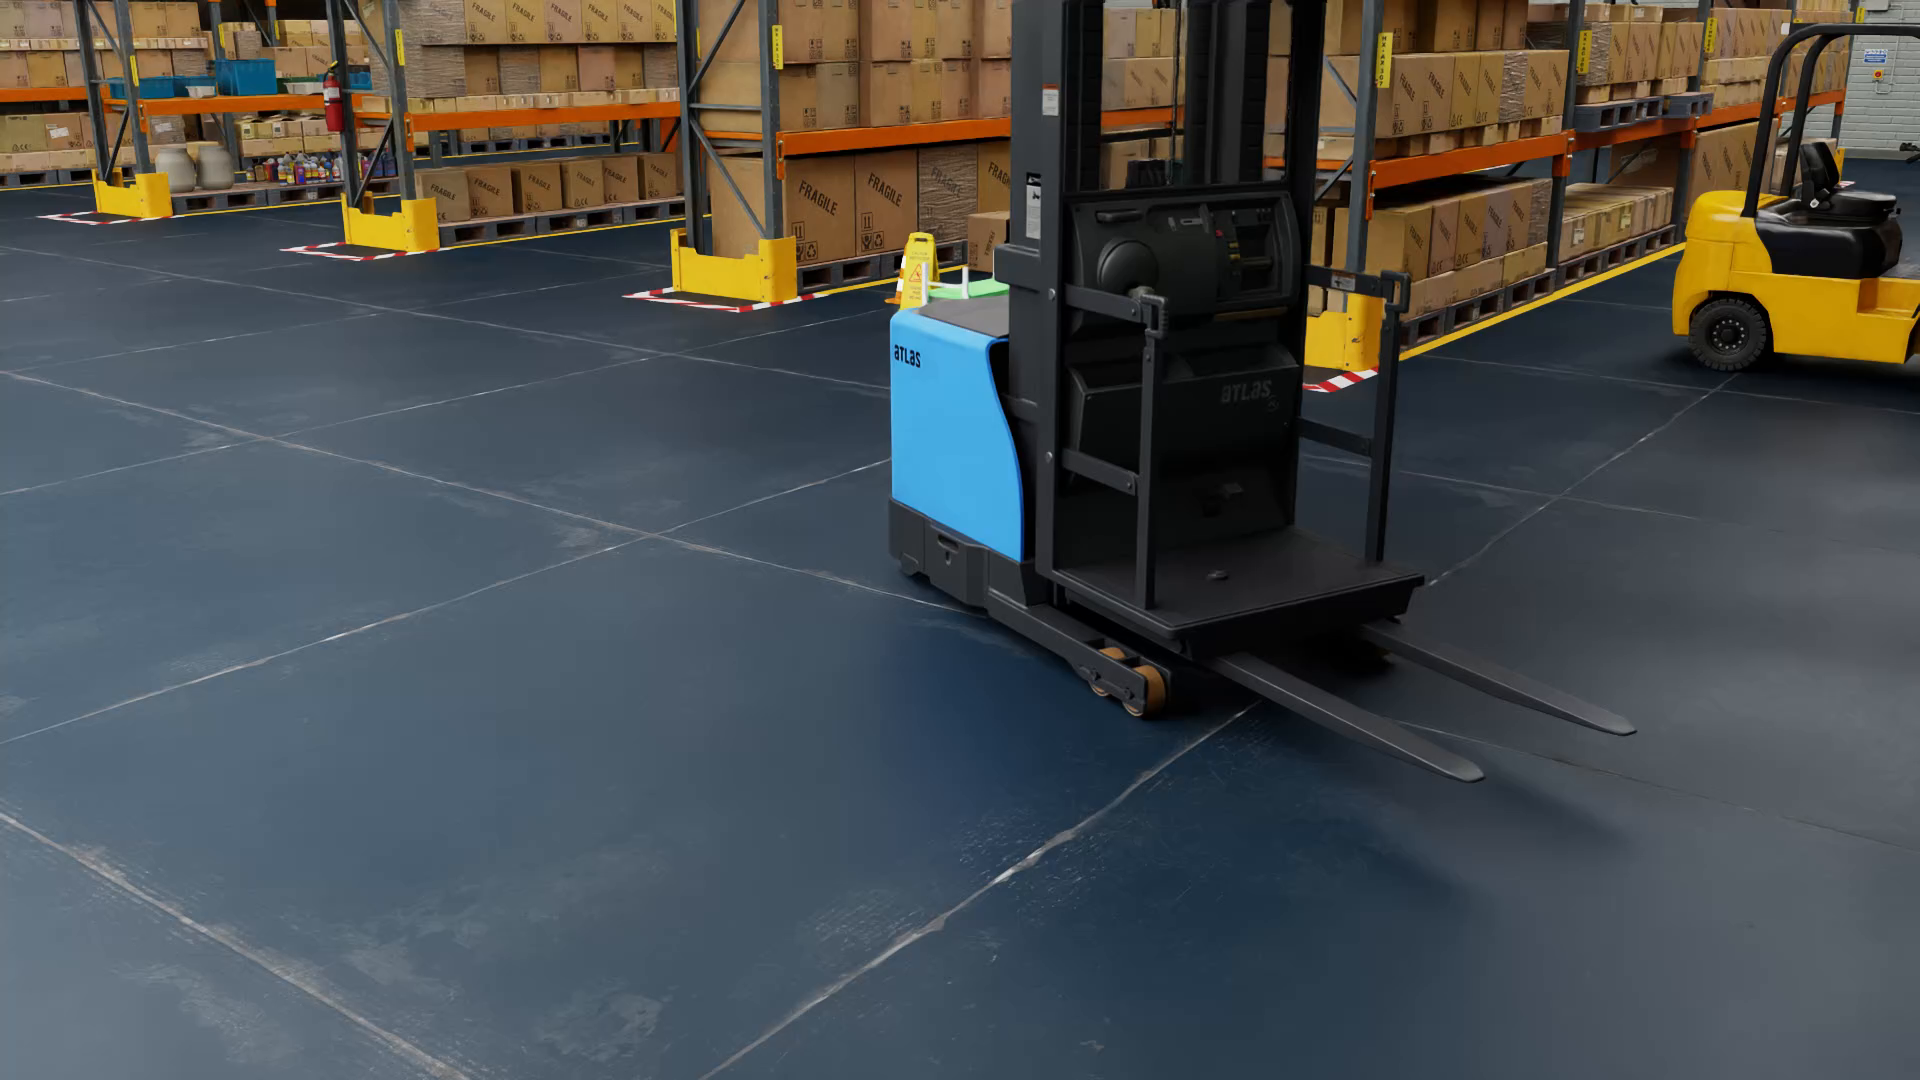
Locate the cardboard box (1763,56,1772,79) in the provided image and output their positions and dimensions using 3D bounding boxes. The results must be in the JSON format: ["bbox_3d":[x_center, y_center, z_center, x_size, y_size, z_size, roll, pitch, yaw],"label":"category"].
[{"bbox_3d":[8.962,-5.396,18.970,0.500,0.250,0.500,13,22,36],"label":"cardboard box"}]

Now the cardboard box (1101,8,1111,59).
[{"bbox_3d":[1.115,-5.209,17.106,0.700,0.500,0.500,12,21,34],"label":"cardboard box"}]

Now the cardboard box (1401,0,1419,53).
[{"bbox_3d":[2.830,-3.725,11.825,0.700,0.500,0.500,12,21,34],"label":"cardboard box"}]

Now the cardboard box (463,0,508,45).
[{"bbox_3d":[-4.937,-5.258,16.761,0.500,0.500,0.500,12,21,35],"label":"cardboard box"}]

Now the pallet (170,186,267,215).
[{"bbox_3d":[-9.269,-4.152,20.259,1.003,0.211,1.213,12,21,35],"label":"pallet"}]

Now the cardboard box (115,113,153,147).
[{"bbox_3d":[-12.060,-5.954,24.021,0.500,0.500,0.500,12,21,35],"label":"cardboard box"}]

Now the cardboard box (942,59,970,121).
[{"bbox_3d":[-0.417,-4.181,15.396,0.875,0.550,0.550,12,21,35],"label":"cardboard box"}]

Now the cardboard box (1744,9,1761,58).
[{"bbox_3d":[8.341,-5.503,18.053,0.500,0.500,0.500,13,21,36],"label":"cardboard box"}]

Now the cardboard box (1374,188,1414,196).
[{"bbox_3d":[3.054,-2.365,12.465,0.500,0.500,0.500,12,21,33],"label":"cardboard box"}]

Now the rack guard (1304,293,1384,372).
[{"bbox_3d":[2.217,-1.463,11.112,1.175,0.500,0.348,12,21,35],"label":"rack guard"}]

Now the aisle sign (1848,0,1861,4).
[{"bbox_3d":[11.997,-7.653,22.448,0.394,0.787,0.004,12,21,35],"label":"aisle sign"}]

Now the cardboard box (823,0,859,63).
[{"bbox_3d":[-1.358,-4.305,13.976,0.875,0.550,0.550,12,21,35],"label":"cardboard box"}]

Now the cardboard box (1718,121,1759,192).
[{"bbox_3d":[8.485,-4.304,18.921,0.875,0.875,0.875,13,22,36],"label":"cardboard box"}]

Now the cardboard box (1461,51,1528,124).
[{"bbox_3d":[3.883,-3.383,12.410,0.500,0.500,0.500,13,22,36],"label":"cardboard box"}]

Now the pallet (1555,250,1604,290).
[{"bbox_3d":[5.018,-2.445,14.762,1.003,0.211,1.213,12,21,35],"label":"pallet"}]

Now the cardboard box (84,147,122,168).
[{"bbox_3d":[-12.347,-5.474,23.741,0.500,0.250,0.500,12,21,35],"label":"cardboard box"}]

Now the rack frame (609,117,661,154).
[{"bbox_3d":[-4.998,-7.170,25.276,1.000,3.000,0.127,12,21,35],"label":"rack frame"}]

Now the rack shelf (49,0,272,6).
[{"bbox_3d":[-14.146,-9.534,29.041,1.077,0.370,4.000,12,21,35],"label":"rack shelf"}]

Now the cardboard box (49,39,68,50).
[{"bbox_3d":[-12.568,-6.861,23.018,0.380,0.149,0.250,12,21,34],"label":"cardboard box"}]

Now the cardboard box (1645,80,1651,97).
[{"bbox_3d":[6.072,-4.122,15.175,0.380,0.149,0.250,12,21,33],"label":"cardboard box"}]

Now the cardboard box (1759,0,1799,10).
[{"bbox_3d":[9.718,-6.361,19.721,0.380,0.149,0.250,12,21,34],"label":"cardboard box"}]

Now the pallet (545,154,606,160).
[{"bbox_3d":[-5.491,-5.661,25.117,1.003,0.211,1.213,12,21,35],"label":"pallet"}]

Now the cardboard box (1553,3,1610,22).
[{"bbox_3d":[5.119,-4.341,13.693,0.380,0.149,0.250,12,21,34],"label":"cardboard box"}]

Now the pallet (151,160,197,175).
[{"bbox_3d":[-11.865,-5.580,24.857,1.003,0.211,1.213,12,21,35],"label":"pallet"}]

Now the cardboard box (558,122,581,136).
[{"bbox_3d":[-7.255,-7.612,30.170,0.500,0.500,0.500,13,21,35],"label":"cardboard box"}]

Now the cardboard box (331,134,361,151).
[{"bbox_3d":[-10.002,-6.400,26.723,0.500,0.250,0.500,13,21,36],"label":"cardboard box"}]

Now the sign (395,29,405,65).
[{"bbox_3d":[-5.351,-4.707,15.885,0.100,0.325,0.005,12,21,35],"label":"sign"}]

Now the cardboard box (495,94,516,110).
[{"bbox_3d":[-4.814,-4.530,17.197,0.380,0.149,0.250,12,21,35],"label":"cardboard box"}]

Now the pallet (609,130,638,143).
[{"bbox_3d":[-6.181,-7.831,32.105,1.003,0.211,1.213,12,21,35],"label":"pallet"}]

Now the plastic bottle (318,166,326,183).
[{"bbox_3d":[-8.111,-4.645,21.119,0.097,0.201,0.097,0,17,0],"label":"plastic bottle"}]

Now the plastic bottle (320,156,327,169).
[{"bbox_3d":[-8.366,-4.919,21.886,0.097,0.271,0.097,0,17,0],"label":"plastic bottle"}]

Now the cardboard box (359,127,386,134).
[{"bbox_3d":[-9.696,-6.789,27.030,0.500,0.311,0.500,12,21,34],"label":"cardboard box"}]

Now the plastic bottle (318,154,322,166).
[{"bbox_3d":[-8.440,-4.935,21.915,0.061,0.283,0.133,14,22,37],"label":"plastic bottle"}]

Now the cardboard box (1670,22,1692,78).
[{"bbox_3d":[6.592,-4.652,15.788,0.500,0.500,0.500,12,21,34],"label":"cardboard box"}]

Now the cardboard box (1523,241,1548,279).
[{"bbox_3d":[4.419,-2.290,13.490,0.500,0.250,0.500,14,22,37],"label":"cardboard box"}]

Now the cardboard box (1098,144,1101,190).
[{"bbox_3d":[0.817,-3.732,17.288,1.050,0.750,0.750,12,21,34],"label":"cardboard box"}]

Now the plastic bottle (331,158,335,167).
[{"bbox_3d":[-8.026,-4.784,21.430,0.061,0.283,0.133,12,21,35],"label":"plastic bottle"}]

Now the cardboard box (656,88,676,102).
[{"bbox_3d":[-3.452,-5.061,18.908,0.380,0.149,0.250,12,21,35],"label":"cardboard box"}]

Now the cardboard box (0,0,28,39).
[{"bbox_3d":[-13.112,-7.056,22.552,0.700,0.500,0.500,12,21,33],"label":"cardboard box"}]

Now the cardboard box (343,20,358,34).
[{"bbox_3d":[-11.863,-9.789,31.740,0.500,0.250,0.500,13,21,35],"label":"cardboard box"}]

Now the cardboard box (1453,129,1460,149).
[{"bbox_3d":[3.327,-2.868,11.845,0.380,0.149,0.250,13,22,37],"label":"cardboard box"}]

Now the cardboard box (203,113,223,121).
[{"bbox_3d":[-13.742,-7.655,30.308,0.700,0.500,0.500,12,21,35],"label":"cardboard box"}]

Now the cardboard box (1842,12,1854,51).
[{"bbox_3d":[11.609,-6.818,22.286,0.500,0.500,0.500,13,22,36],"label":"cardboard box"}]

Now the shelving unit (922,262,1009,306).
[{"bbox_3d":[0.093,-0.616,7.203,0.258,1.200,0.503,13,22,37],"label":"shelving unit"}]

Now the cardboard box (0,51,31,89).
[{"bbox_3d":[-13.143,-6.424,22.703,0.700,0.500,0.500,13,22,36],"label":"cardboard box"}]

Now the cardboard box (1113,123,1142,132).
[{"bbox_3d":[2.357,-6.791,26.929,0.875,0.875,0.875,12,21,35],"label":"cardboard box"}]

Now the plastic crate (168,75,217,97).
[{"bbox_3d":[-9.315,-5.520,20.211,0.499,0.251,0.408,12,21,35],"label":"plastic crate"}]

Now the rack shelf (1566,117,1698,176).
[{"bbox_3d":[5.747,-3.724,15.391,1.077,0.370,4.000,12,21,35],"label":"rack shelf"}]

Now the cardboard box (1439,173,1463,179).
[{"bbox_3d":[3.864,-3.035,13.528,0.380,0.149,0.250,13,21,35],"label":"cardboard box"}]

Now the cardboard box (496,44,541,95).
[{"bbox_3d":[-4.903,-4.957,17.480,0.875,0.500,0.500,12,21,35],"label":"cardboard box"}]

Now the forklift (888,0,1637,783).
[{"bbox_3d":[0.884,-0.982,5.463,1.130,2.935,3.031,-10,20,-29],"label":"forklift"}]

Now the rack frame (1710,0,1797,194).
[{"bbox_3d":[9.322,-5.497,19.886,1.000,3.000,0.127,12,21,35],"label":"rack frame"}]

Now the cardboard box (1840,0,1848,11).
[{"bbox_3d":[11.434,-7.023,21.851,0.380,0.149,0.250,12,21,34],"label":"cardboard box"}]
